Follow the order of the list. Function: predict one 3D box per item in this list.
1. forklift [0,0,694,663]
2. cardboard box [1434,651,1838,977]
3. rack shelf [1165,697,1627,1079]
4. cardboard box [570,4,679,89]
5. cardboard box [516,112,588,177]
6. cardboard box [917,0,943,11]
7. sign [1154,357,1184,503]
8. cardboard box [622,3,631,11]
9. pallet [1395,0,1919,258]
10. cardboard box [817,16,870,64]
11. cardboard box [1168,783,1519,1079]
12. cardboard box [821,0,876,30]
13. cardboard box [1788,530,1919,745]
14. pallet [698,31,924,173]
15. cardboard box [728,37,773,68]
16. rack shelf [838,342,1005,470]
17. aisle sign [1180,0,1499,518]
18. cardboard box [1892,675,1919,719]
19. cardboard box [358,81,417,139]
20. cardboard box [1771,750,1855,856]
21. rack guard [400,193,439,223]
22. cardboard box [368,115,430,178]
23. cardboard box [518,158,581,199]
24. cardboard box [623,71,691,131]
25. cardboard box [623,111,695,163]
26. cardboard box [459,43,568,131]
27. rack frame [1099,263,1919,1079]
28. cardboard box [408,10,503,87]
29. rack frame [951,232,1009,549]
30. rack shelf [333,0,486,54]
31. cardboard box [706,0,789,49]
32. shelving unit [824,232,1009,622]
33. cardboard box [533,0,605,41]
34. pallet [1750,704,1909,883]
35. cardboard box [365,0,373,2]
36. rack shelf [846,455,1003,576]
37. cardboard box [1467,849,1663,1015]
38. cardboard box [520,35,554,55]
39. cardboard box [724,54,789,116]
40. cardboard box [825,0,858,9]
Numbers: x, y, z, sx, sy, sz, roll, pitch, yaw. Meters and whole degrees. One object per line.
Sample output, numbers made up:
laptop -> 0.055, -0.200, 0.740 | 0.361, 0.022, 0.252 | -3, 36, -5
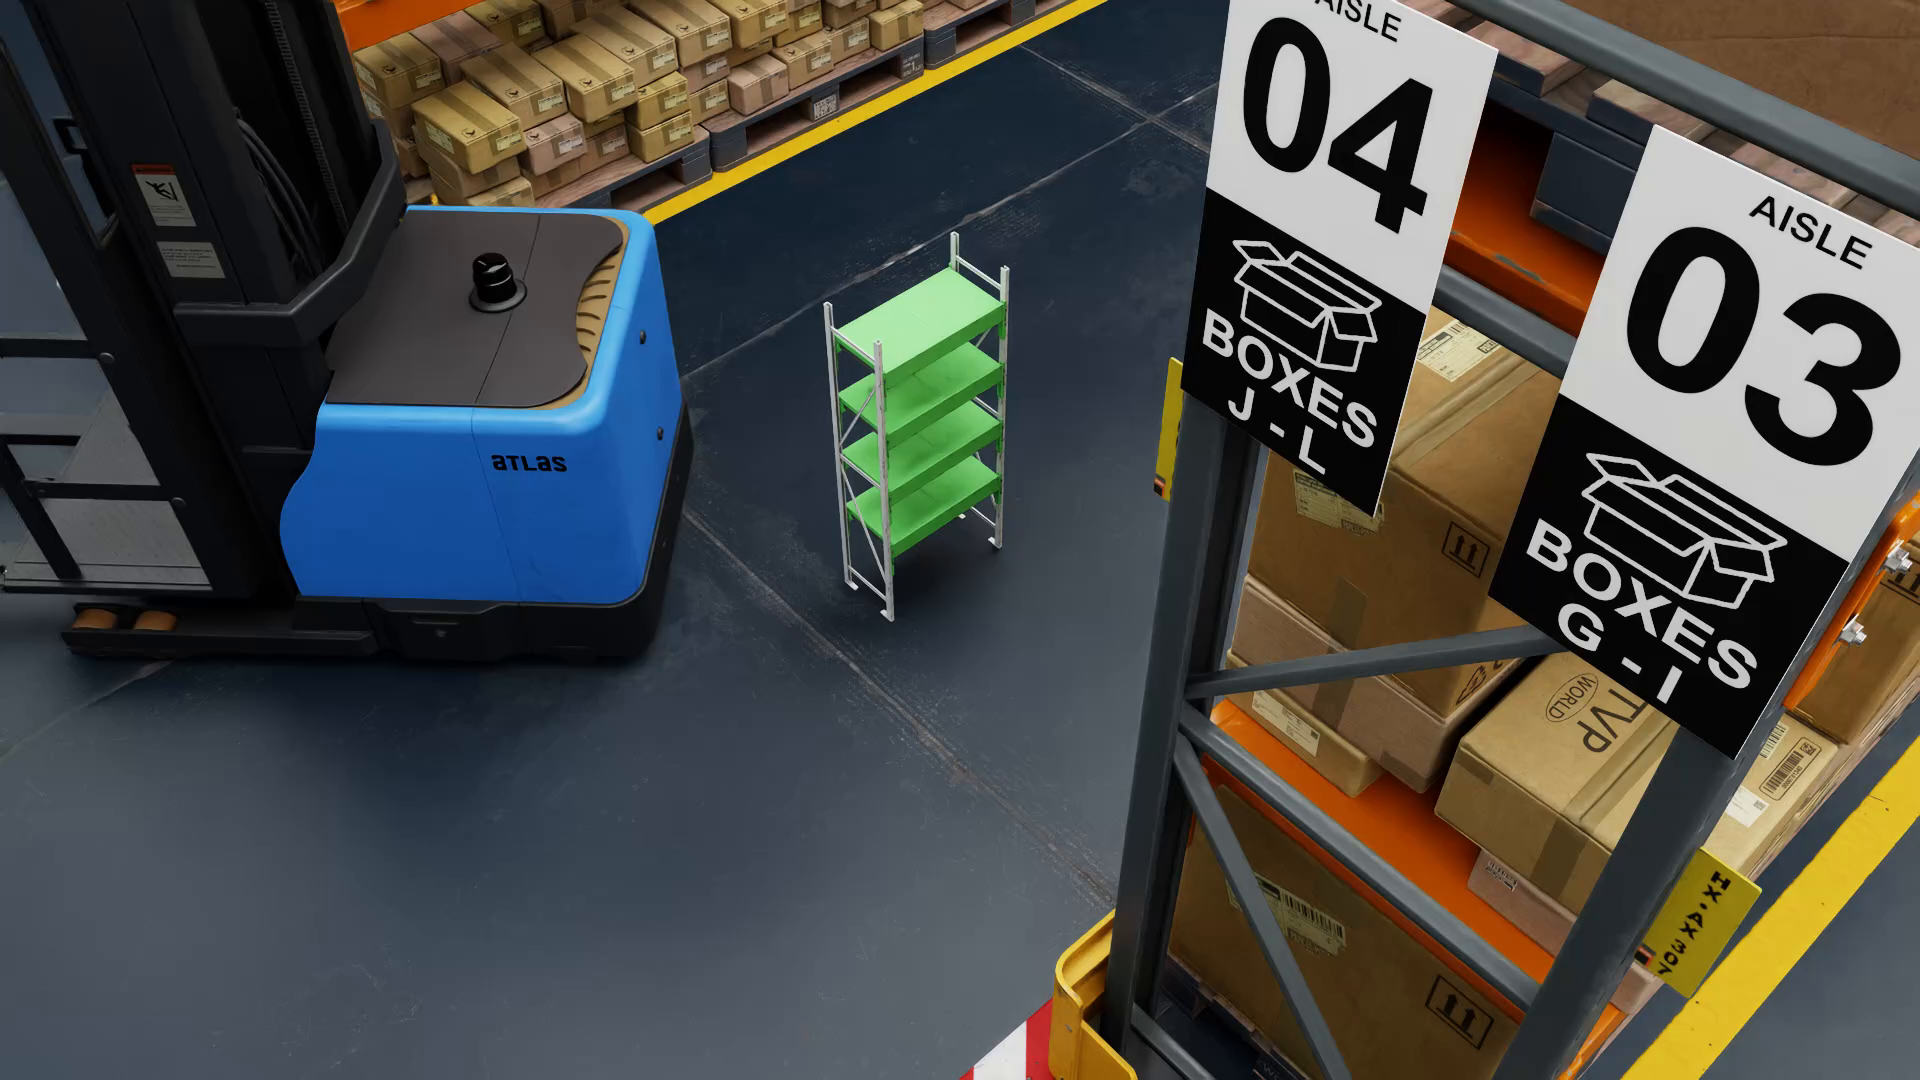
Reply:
forklift -> -2.481, -0.997, 4.676 | 3.031, 2.935, 1.130 | 2, 47, 1
cardboard box -> 1.283, 0.461, 3.184 | 0.500, 0.250, 0.500 | -35, 56, -28
rack shelf -> 2.226, -0.144, 4.331 | 4.000, 0.370, 1.077 | -34, 56, -27
cardboard box -> -1.376, -2.022, 6.824 | 0.380, 0.149, 0.250 | 36, 57, 29
cardboard box -> -1.715, -1.647, 6.680 | 0.250, 0.149, 0.380 | -34, 56, -27
cardboard box -> -0.294, -2.607, 7.769 | 0.250, 0.149, 0.380 | -35, 56, -28
sign -> 0.392, -0.174, 2.920 | 0.005, 0.325, 0.100 | -34, 56, -27
cardboard box -> -1.559, -2.359, 7.338 | 0.250, 0.149, 0.380 | -33, 55, -27
pallet -> 1.288, -0.758, 2.428 | 1.213, 0.211, 1.003 | -34, 56, -27
cardboard box -> -0.621, -2.316, 7.500 | 0.250, 0.149, 0.380 | -33, 55, -27
cardboard box -> 1.166, 0.819, 4.113 | 0.875, 0.875, 0.875 | -34, 56, -27
cardboard box -> -0.592, -2.460, 7.431 | 0.380, 0.149, 0.250 | 36, 57, 29
cardboard box -> 1.653, -0.041, 3.136 | 0.500, 0.500, 0.500 | -35, 56, -28
pallet -> -0.932, -2.220, 7.655 | 1.213, 0.211, 1.003 | -34, 56, -27
cardboard box -> -1.025, -2.223, 7.212 | 0.250, 0.149, 0.380 | -31, 54, -25
rack shelf -> -0.122, -0.444, 5.104 | 0.480, 0.148, 0.258 | -34, 56, -27
aisle sign -> 0.491, -0.408, 2.317 | 0.004, 0.787, 0.394 | -34, 56, -27
cardboard box -> 1.990, 0.181, 3.713 | 0.250, 0.149, 0.380 | -35, 56, -28
cardboard box -> -2.317, -1.839, 6.857 | 0.250, 0.149, 0.380 | -35, 56, -28
cardboard box -> 1.609, 0.436, 3.478 | 0.250, 0.149, 0.380 | -35, 56, -28
rack guard -> -2.459, -1.336, 6.642 | 0.348, 0.500, 1.175 | -34, 56, -27
cardboard box -> -2.266, -1.695, 6.927 | 0.250, 0.149, 0.380 | -33, 55, -27
cardboard box -> -1.774, -1.580, 6.821 | 0.250, 0.149, 0.380 | -34, 56, -27
cardboard box -> -1.330, -1.884, 6.899 | 0.250, 0.149, 0.380 | -32, 55, -26
cardboard box -> -1.332, -1.774, 7.000 | 0.250, 0.149, 0.380 | -33, 55, -27
cardboard box -> -1.776, -1.799, 6.618 | 0.250, 0.149, 0.380 | -33, 55, -27
rack frame -> 0.746, 0.601, 3.154 | 0.127, 3.000, 1.000 | -34, 56, -27
cardboard box -> -2.070, -2.016, 6.818 | 0.250, 0.149, 0.380 | -33, 55, -26
rack frame -> 0.058, -0.446, 5.345 | 0.015, 1.200, 0.240 | -34, 56, -27
rack shelf -> -1.036, -2.891, 6.866 | 4.000, 0.370, 1.077 | -34, 56, -27
cardboard box -> -0.939, -2.259, 7.043 | 0.250, 0.149, 0.380 | -33, 55, -27
shelving unit -> -0.122, -0.325, 5.234 | 0.503, 1.200, 0.258 | -34, 56, -27
cardboard box -> -1.729, -2.307, 7.086 | 0.250, 0.149, 0.380 | -36, 57, -28
pallet -> 2.188, 0.509, 5.137 | 1.213, 0.211, 1.003 | -34, 56, -27
cardboard box -> -2.055, -2.043, 5.765 | 0.250, 0.149, 0.380 | -34, 56, -27
rack shelf -> -0.122, -0.119, 5.457 | 0.480, 0.148, 0.258 | -34, 56, -27
cardboard box -> 1.231, 0.690, 3.243 | 0.250, 0.149, 0.380 | -33, 55, -27
cardboard box -> -1.934, -2.096, 7.095 | 0.250, 0.149, 0.380 | -36, 57, -28
cardboard box -> -0.965, -2.028, 7.234 | 0.380, 0.149, 0.250 | 36, 57, 29
cardboard box -> -0.560, -2.499, 7.264 | 0.250, 0.149, 0.380 | -36, 57, -28
